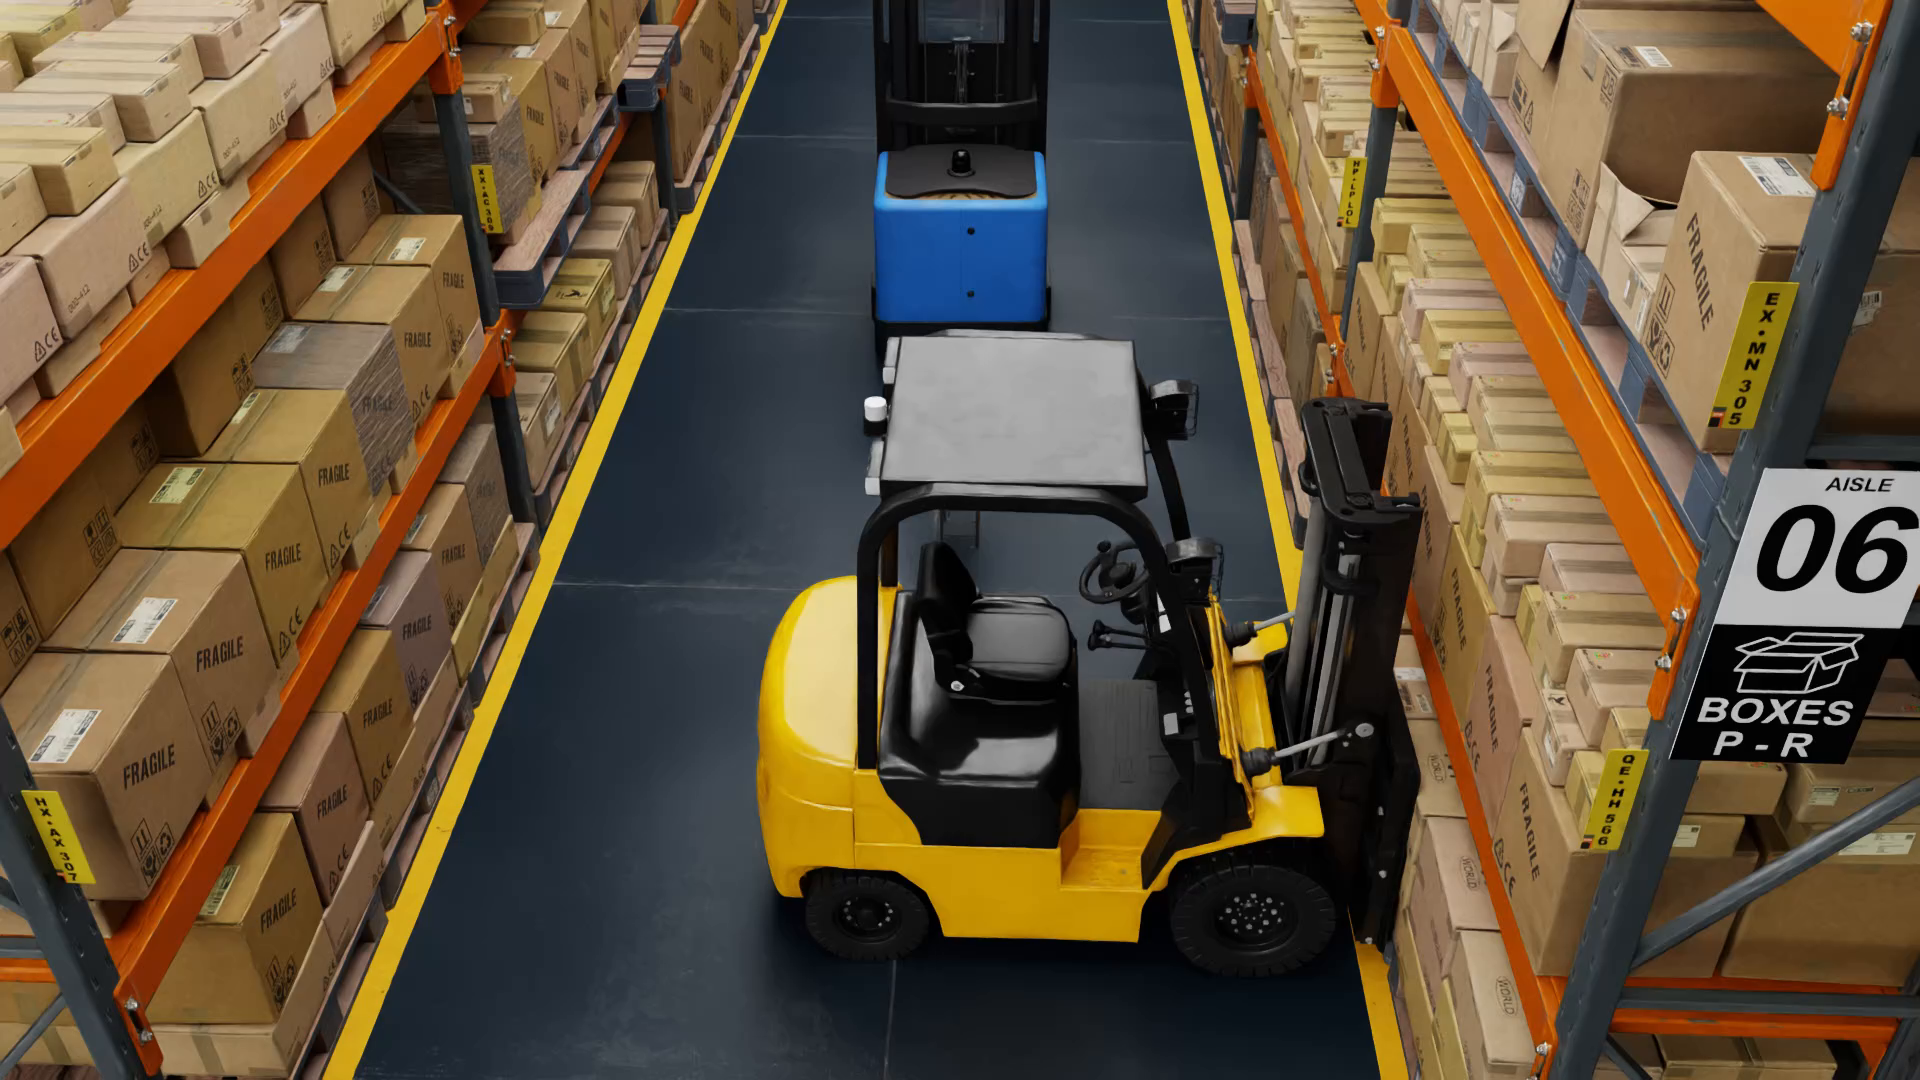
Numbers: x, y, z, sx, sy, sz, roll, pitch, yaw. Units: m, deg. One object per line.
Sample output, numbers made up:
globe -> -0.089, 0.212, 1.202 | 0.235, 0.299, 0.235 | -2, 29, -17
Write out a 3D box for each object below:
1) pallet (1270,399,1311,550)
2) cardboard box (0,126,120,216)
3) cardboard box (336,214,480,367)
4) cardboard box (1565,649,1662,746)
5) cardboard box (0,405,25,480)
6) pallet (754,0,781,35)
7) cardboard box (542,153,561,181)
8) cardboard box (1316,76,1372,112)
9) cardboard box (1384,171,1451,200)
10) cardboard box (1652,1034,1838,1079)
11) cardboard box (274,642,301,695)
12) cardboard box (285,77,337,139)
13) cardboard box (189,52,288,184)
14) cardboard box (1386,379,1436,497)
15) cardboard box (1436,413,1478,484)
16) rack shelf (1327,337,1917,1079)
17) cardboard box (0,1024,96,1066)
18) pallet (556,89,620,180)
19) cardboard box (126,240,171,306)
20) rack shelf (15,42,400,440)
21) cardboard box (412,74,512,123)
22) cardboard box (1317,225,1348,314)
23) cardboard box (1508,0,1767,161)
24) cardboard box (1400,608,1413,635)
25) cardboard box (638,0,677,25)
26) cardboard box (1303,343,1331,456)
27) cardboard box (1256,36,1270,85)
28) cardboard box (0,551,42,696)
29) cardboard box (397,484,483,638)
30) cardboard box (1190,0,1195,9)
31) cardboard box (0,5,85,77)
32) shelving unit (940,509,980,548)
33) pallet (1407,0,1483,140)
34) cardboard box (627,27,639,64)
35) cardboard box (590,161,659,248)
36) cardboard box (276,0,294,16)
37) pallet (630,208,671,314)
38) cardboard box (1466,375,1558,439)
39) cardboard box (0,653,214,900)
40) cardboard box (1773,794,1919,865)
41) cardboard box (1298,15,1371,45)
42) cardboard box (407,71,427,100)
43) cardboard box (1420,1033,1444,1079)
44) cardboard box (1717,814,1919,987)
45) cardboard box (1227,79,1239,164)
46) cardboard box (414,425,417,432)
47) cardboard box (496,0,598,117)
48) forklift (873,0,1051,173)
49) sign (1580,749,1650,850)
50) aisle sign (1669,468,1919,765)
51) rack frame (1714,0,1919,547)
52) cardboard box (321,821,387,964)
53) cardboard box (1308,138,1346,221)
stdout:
pallet -> 2.264, -0.366, 9.032 | 1.003, 0.211, 1.213 | 1, 35, 2
cardboard box -> -2.479, -0.977, 4.393 | 0.380, 0.149, 0.250 | 1, 35, 2
cardboard box -> -2.456, -1.096, 7.301 | 0.500, 0.500, 0.500 | 0, 35, 1
cardboard box -> 1.895, 0.435, 4.559 | 0.380, 0.149, 0.250 | 1, 35, 2
cardboard box -> -2.510, -0.204, 3.987 | 0.380, 0.149, 0.250 | 1, 35, 2
pallet -> -2.257, -5.085, 15.748 | 1.003, 0.211, 1.213 | 1, 35, 2
cardboard box -> -2.343, -2.029, 8.827 | 0.380, 0.149, 0.250 | 2, 35, 3
cardboard box -> 2.087, -2.325, 8.744 | 0.380, 0.149, 0.250 | 2, 35, 2
cardboard box -> 2.065, -1.590, 7.698 | 0.380, 0.149, 0.250 | 2, 35, 4
cardboard box -> 2.321, 1.488, 5.126 | 0.500, 0.250, 0.500 | 1, 35, 1
cardboard box -> -2.506, 0.426, 5.700 | 0.380, 0.149, 0.250 | 2, 35, 3
cardboard box -> -2.450, -1.540, 5.888 | 0.380, 0.149, 0.250 | 2, 35, 3
cardboard box -> -2.495, -1.347, 5.267 | 0.500, 0.250, 0.500 | 2, 35, 3
cardboard box -> 1.971, -0.284, 6.404 | 0.500, 0.500, 0.500 | 1, 35, 1
cardboard box -> 1.915, -0.324, 5.896 | 0.380, 0.149, 0.250 | 1, 35, 1
rack shelf -> 2.193, 0.361, 6.199 | 1.077, 0.370, 4.000 | 1, 35, 2
cardboard box -> -3.083, 1.572, 5.876 | 0.500, 0.250, 0.500 | 1, 35, 2
pallet -> -2.565, -2.276, 9.493 | 1.003, 0.211, 1.213 | 1, 35, 2
cardboard box -> -2.552, -0.804, 4.841 | 0.380, 0.149, 0.250 | 0, 35, 0
rack shelf -> -2.767, -1.088, 5.420 | 0.919, 0.052, 3.809 | 1, 35, 2
cardboard box -> -2.315, -2.057, 7.738 | 0.380, 0.149, 0.250 | 1, 35, 2
cardboard box -> 2.032, -1.317, 8.091 | 0.500, 0.250, 0.500 | 2, 35, 3
cardboard box -> 2.089, -1.448, 4.996 | 0.797, 0.503, 0.637 | 2, 35, 3
cardboard box -> 1.901, 0.312, 6.799 | 0.500, 0.250, 0.500 | 2, 35, 3
cardboard box -> -2.255, -3.707, 11.492 | 0.500, 0.250, 0.500 | 1, 35, 1
cardboard box -> 2.283, -0.583, 8.616 | 0.875, 0.625, 0.625 | 3, 35, 4
cardboard box -> 2.172, -3.070, 10.585 | 0.500, 0.250, 0.500 | 1, 35, 2
cardboard box -> -3.045, 0.233, 4.540 | 0.700, 0.500, 0.500 | 1, 35, 1
cardboard box -> -2.461, 0.090, 7.333 | 0.500, 0.500, 0.500 | 2, 35, 3
cardboard box -> 2.323, -5.011, 15.331 | 0.380, 0.149, 0.250 | 0, 35, 0
cardboard box -> -3.005, -1.577, 5.247 | 0.380, 0.149, 0.250 | 2, 35, 3
shelving unit -> 0.002, -0.460, 8.438 | 0.215, 1.050, 0.252 | 1, 35, 2
pallet -> 2.265, -1.783, 6.092 | 1.003, 0.211, 1.213 | 1, 35, 2
cardboard box -> -2.208, -3.067, 10.304 | 0.380, 0.149, 0.250 | 1, 35, 1
cardboard box -> -2.559, -2.265, 11.230 | 0.950, 0.372, 0.625 | -1, 35, -1
cardboard box -> -2.508, -1.859, 5.649 | 0.380, 0.149, 0.250 | 1, 35, 1
pallet -> -2.559, -1.903, 11.220 | 1.003, 0.211, 1.213 | 1, 35, 2
cardboard box -> 1.999, -0.448, 5.815 | 0.380, 0.149, 0.250 | 1, 35, 2
cardboard box -> -2.551, 0.675, 4.781 | 0.500, 0.500, 0.500 | 1, 35, 1
cardboard box -> 2.385, 0.721, 4.411 | 0.380, 0.149, 0.250 | 0, 35, 1
cardboard box -> 2.154, -2.913, 9.581 | 0.380, 0.149, 0.250 | 2, 35, 2
cardboard box -> -2.879, -2.085, 8.343 | 0.500, 0.500, 0.500 | 2, 35, 2
cardboard box -> 1.815, 1.892, 5.421 | 0.500, 0.250, 0.500 | 2, 35, 2
cardboard box -> 2.410, 0.897, 4.724 | 0.500, 0.500, 0.500 | 2, 35, 3
cardboard box -> 2.266, -3.065, 12.257 | 0.500, 0.500, 0.500 | 1, 35, 1
cardboard box -> -2.511, -0.466, 6.969 | 0.380, 0.149, 0.250 | 1, 35, 1
cardboard box -> -2.319, -2.659, 9.159 | 0.500, 0.500, 0.500 | 0, 35, 0
forklift -> 0.015, -3.125, 10.593 | 1.121, 2.935, 3.031 | 0, 35, 0
sign -> 1.571, 0.625, 3.985 | 0.100, 0.325, 0.005 | 1, 35, 2
aisle sign -> 1.816, 0.183, 3.566 | 0.394, 0.787, 0.004 | 1, 35, 2
rack frame -> 2.112, -1.239, 2.632 | 1.000, 3.000, 0.127 | 1, 35, 2
cardboard box -> -2.511, 1.306, 6.254 | 0.500, 0.250, 0.500 | 3, 35, 4
cardboard box -> 2.051, -1.809, 8.357 | 0.500, 0.250, 0.500 | 0, 35, 1
